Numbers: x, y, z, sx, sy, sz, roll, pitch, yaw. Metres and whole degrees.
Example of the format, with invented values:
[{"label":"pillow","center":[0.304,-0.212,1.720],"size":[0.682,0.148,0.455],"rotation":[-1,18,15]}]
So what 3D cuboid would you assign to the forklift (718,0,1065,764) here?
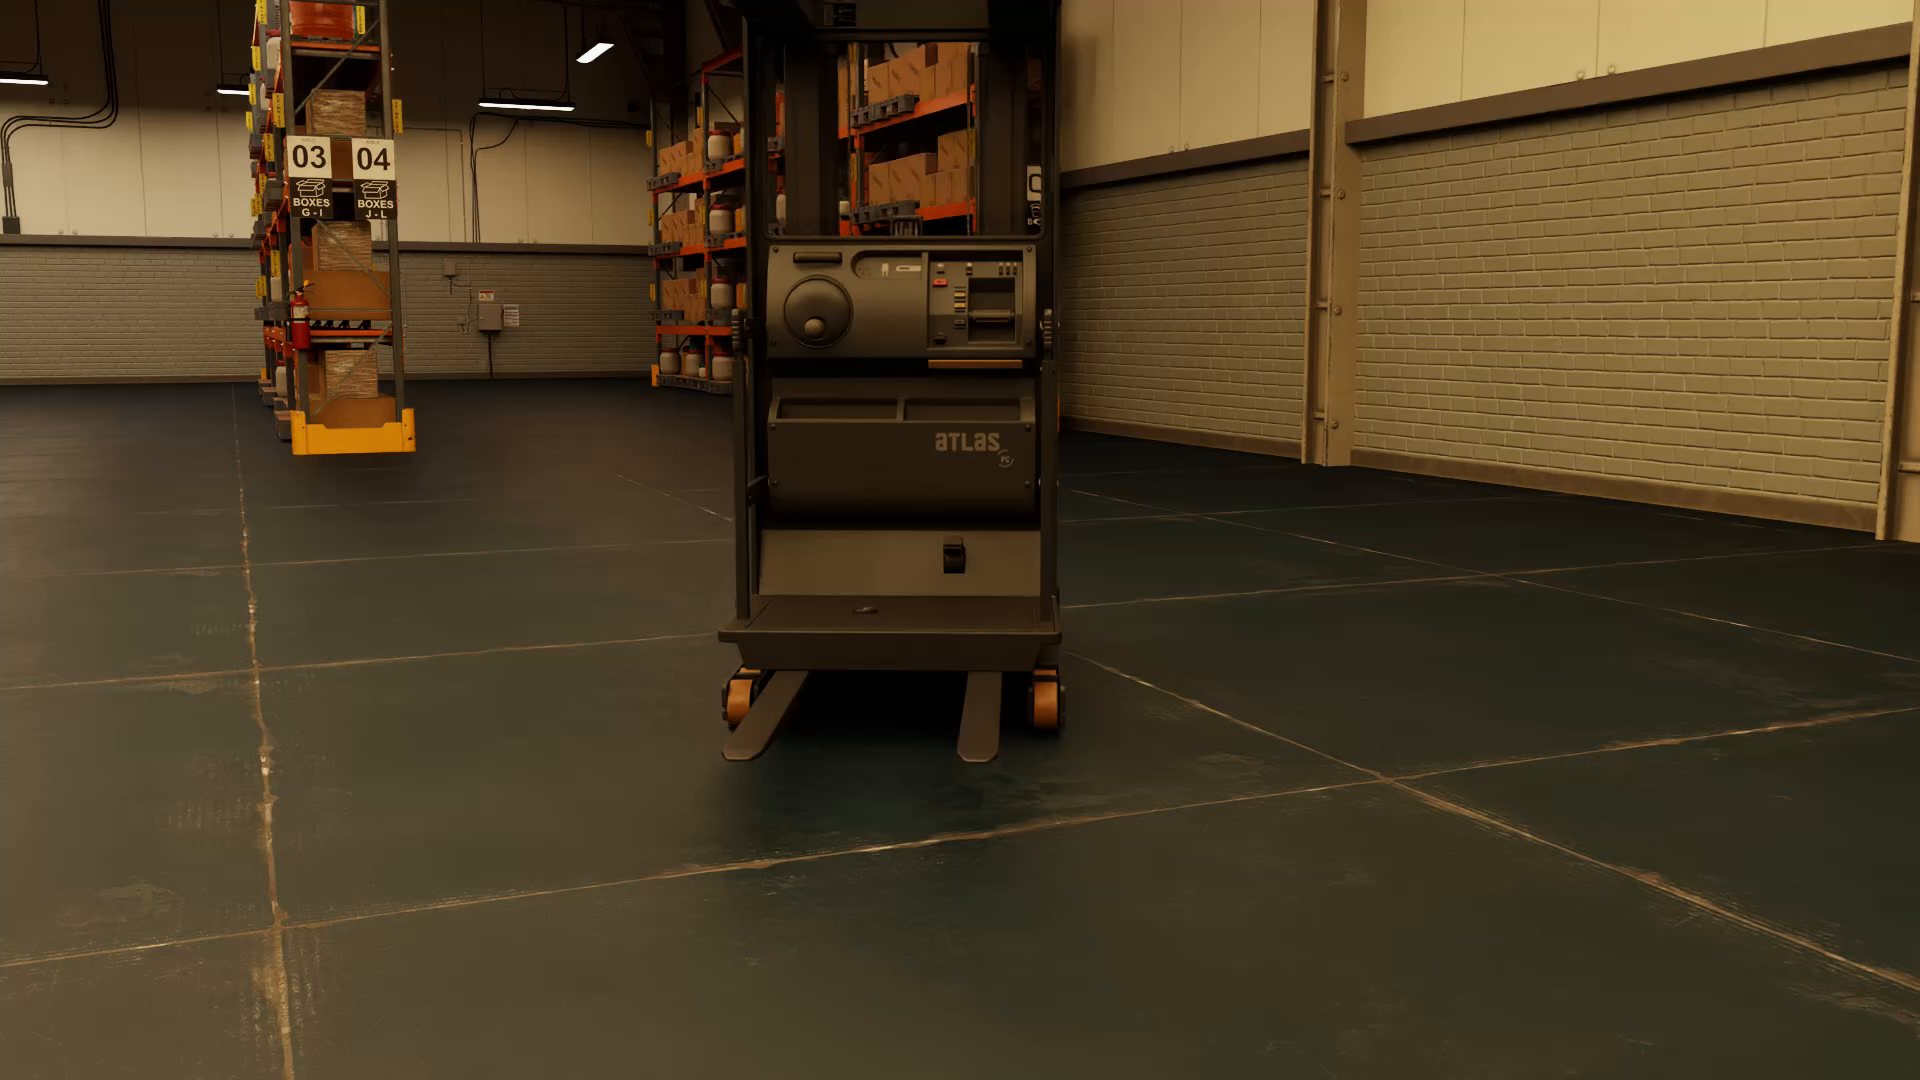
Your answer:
[{"label":"forklift","center":[-0.207,-0.872,5.550],"size":[1.130,2.935,3.031],"rotation":[0,8,2]}]
